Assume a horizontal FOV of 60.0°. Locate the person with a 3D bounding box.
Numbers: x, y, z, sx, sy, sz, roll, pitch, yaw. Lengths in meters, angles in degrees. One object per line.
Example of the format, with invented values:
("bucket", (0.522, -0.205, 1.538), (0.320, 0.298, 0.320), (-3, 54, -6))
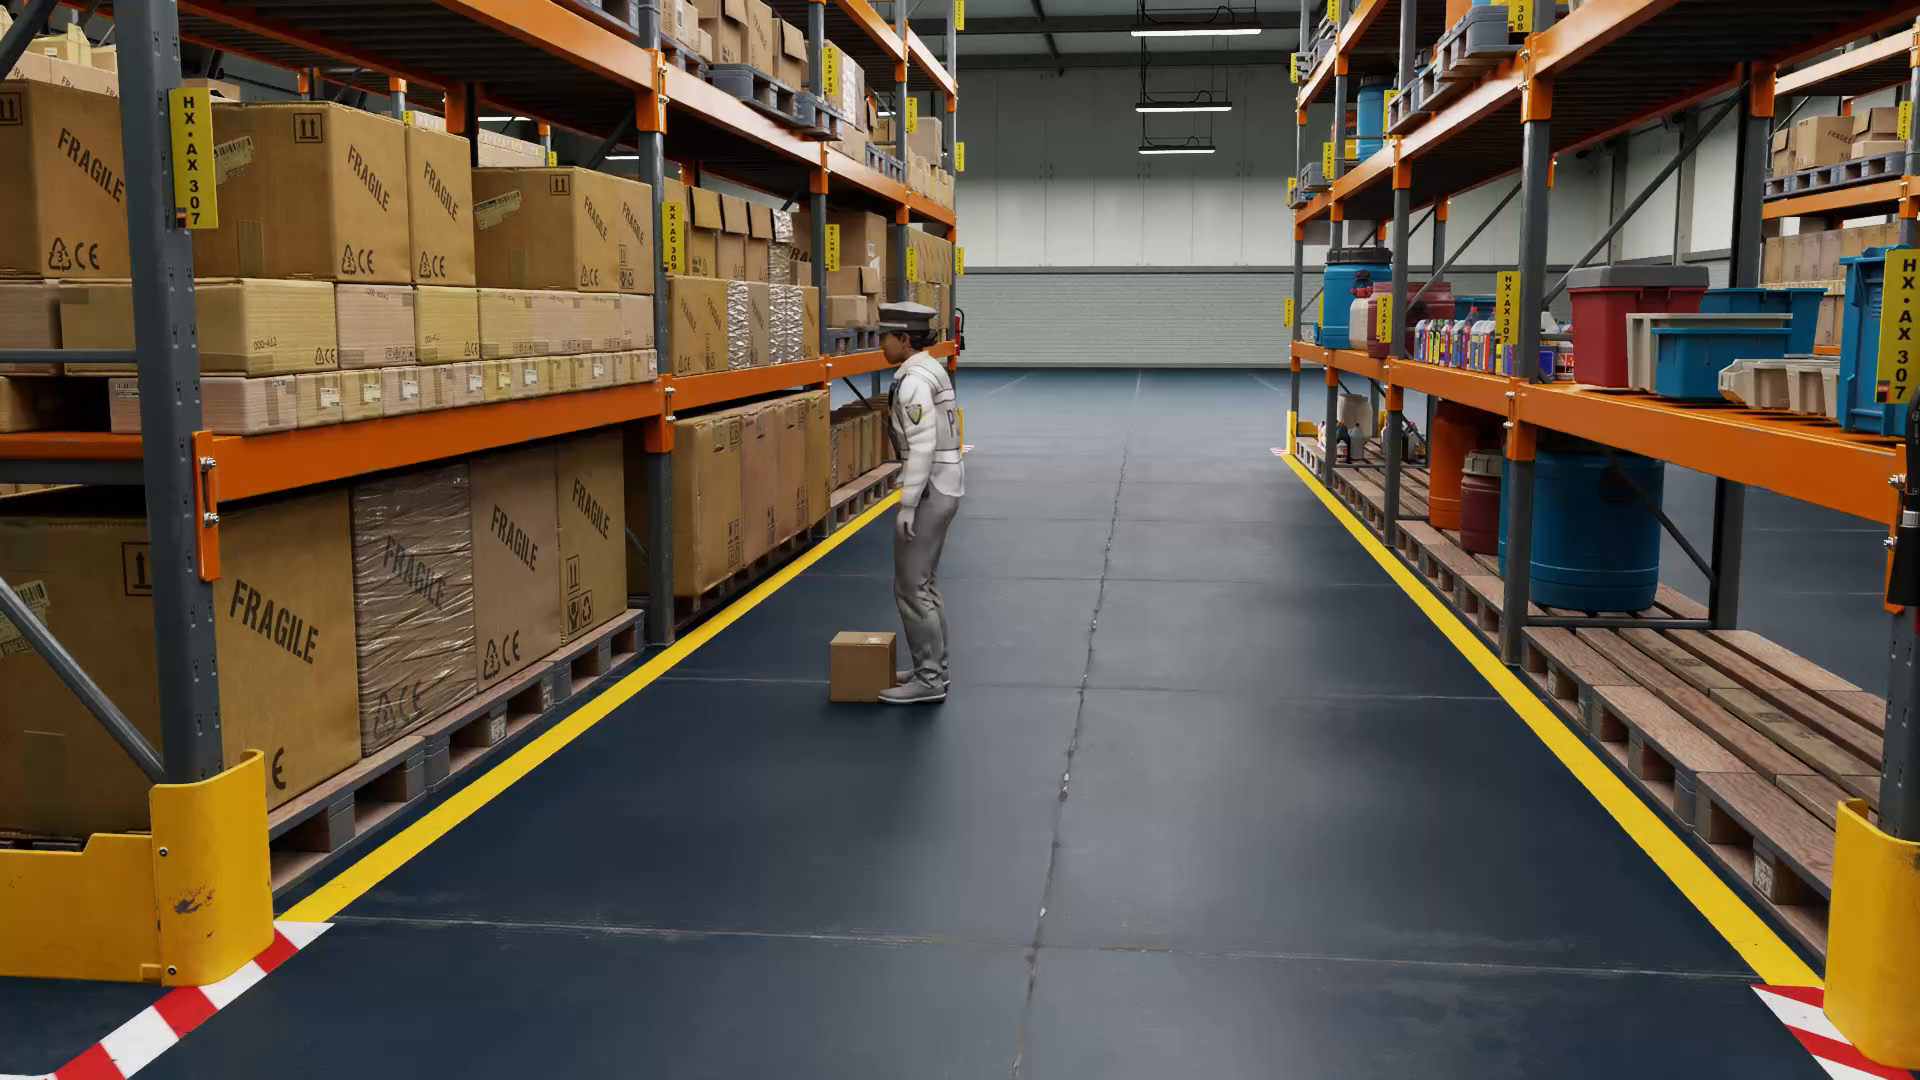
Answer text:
("person", (-0.168, -0.159, 6.967), (0.376, 1.662, 0.527), (1, 8, 6))
